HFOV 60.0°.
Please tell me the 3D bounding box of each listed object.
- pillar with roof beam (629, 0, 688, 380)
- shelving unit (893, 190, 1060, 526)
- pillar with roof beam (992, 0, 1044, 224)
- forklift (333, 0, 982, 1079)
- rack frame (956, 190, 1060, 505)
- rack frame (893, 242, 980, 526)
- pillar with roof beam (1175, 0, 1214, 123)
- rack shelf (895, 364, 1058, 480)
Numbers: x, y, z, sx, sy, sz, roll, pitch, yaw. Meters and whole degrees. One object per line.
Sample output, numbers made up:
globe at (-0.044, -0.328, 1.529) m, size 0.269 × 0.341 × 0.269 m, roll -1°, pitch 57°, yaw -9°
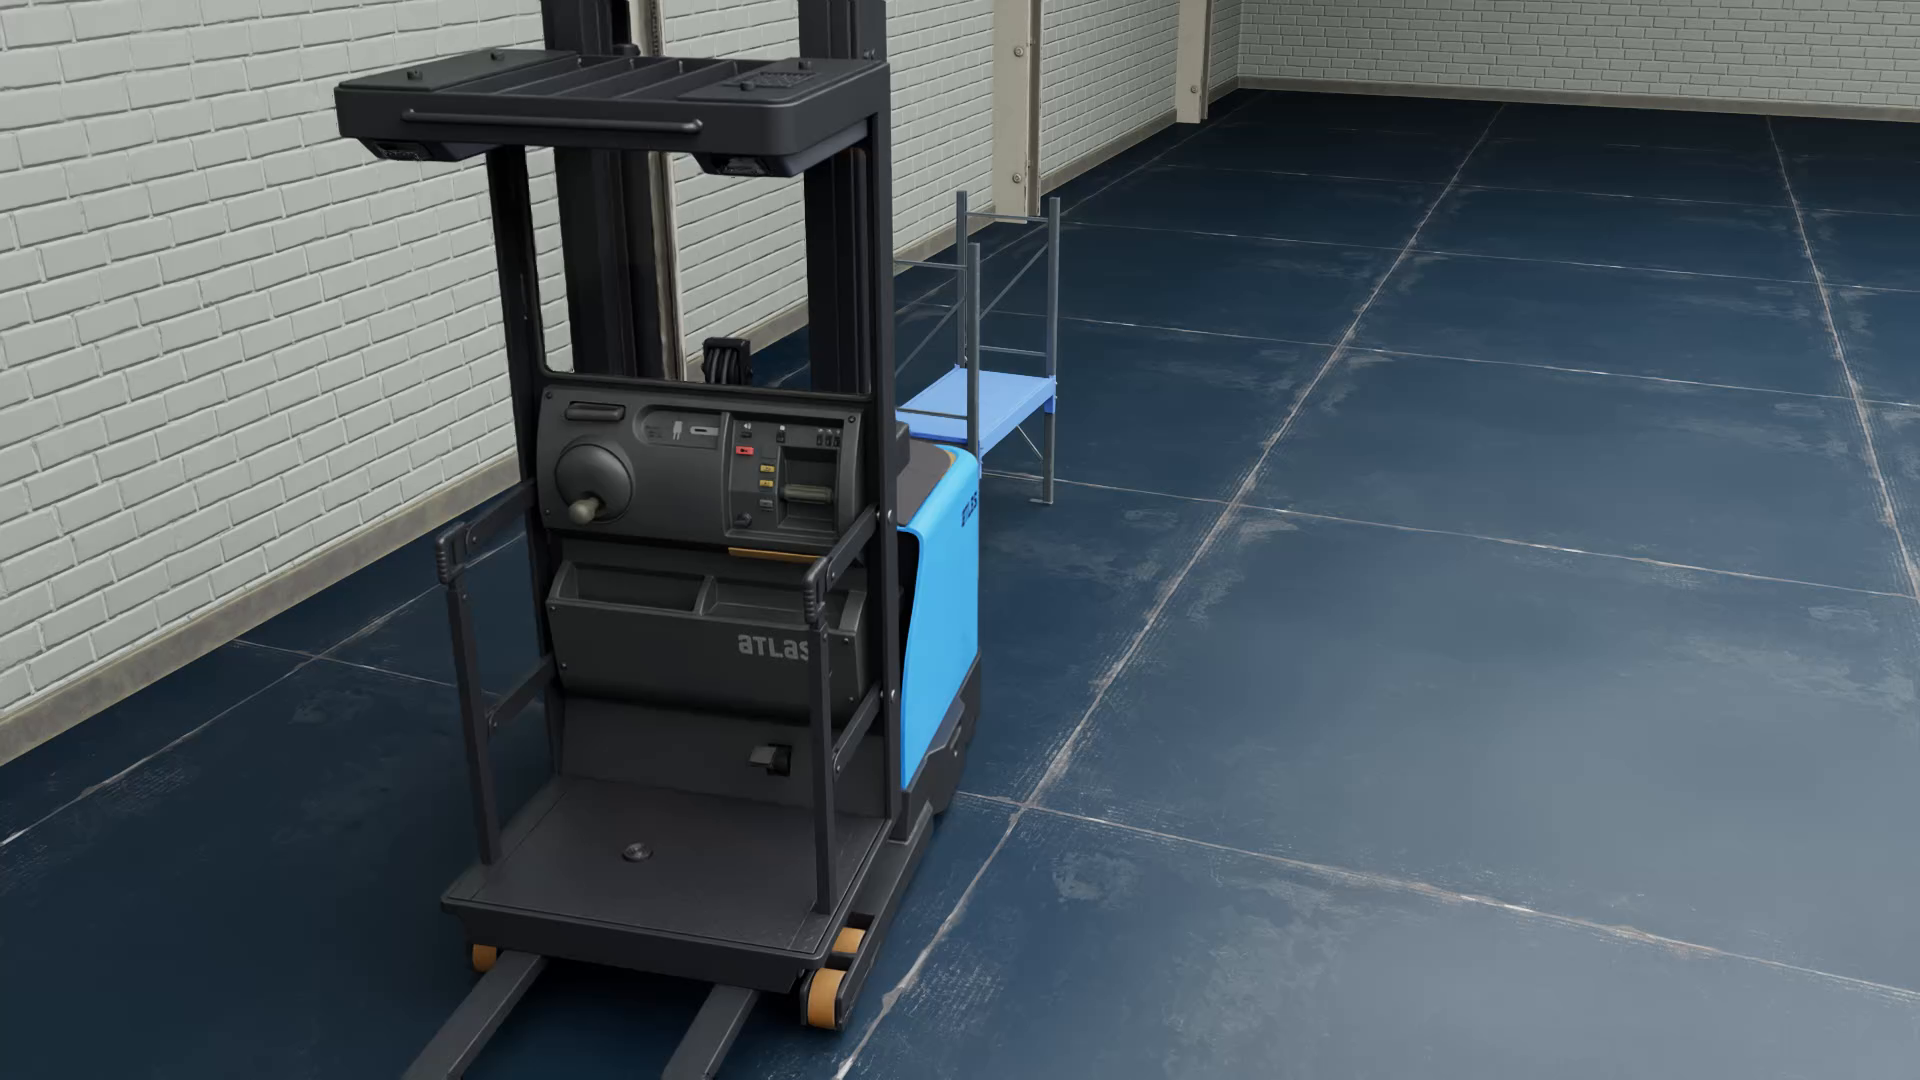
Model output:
pillar with roof beam at (2.255, -4.189, 6.103) m, size 9.100 × 9.000 × 0.400 m, roll 9°, pitch 24°, yaw 20°
shelving unit at (0.032, -0.723, 7.534) m, size 0.538 × 1.500 × 1.048 m, roll 9°, pitch 24°, yaw 20°
pillar with roof beam at (4.484, -6.336, 11.243) m, size 9.100 × 9.000 × 0.400 m, roll 9°, pitch 24°, yaw 20°
forklift at (-0.772, -0.176, 4.370) m, size 1.130 × 2.935 × 3.031 m, roll 5°, pitch 23°, yaw 13°
rack frame at (0.221, -0.904, 7.970) m, size 0.500 × 1.500 × 0.032 m, roll 9°, pitch 24°, yaw 20°
rack frame at (-0.157, -0.541, 7.098) m, size 0.500 × 1.500 × 0.032 m, roll 9°, pitch 24°, yaw 20°
pillar with roof beam at (6.713, -8.483, 16.383) m, size 9.100 × 9.000 × 0.400 m, roll 9°, pitch 24°, yaw 20°
rack shelf at (0.032, -0.557, 7.603) m, size 0.538 × 0.185 × 1.000 m, roll 9°, pitch 24°, yaw 20°
